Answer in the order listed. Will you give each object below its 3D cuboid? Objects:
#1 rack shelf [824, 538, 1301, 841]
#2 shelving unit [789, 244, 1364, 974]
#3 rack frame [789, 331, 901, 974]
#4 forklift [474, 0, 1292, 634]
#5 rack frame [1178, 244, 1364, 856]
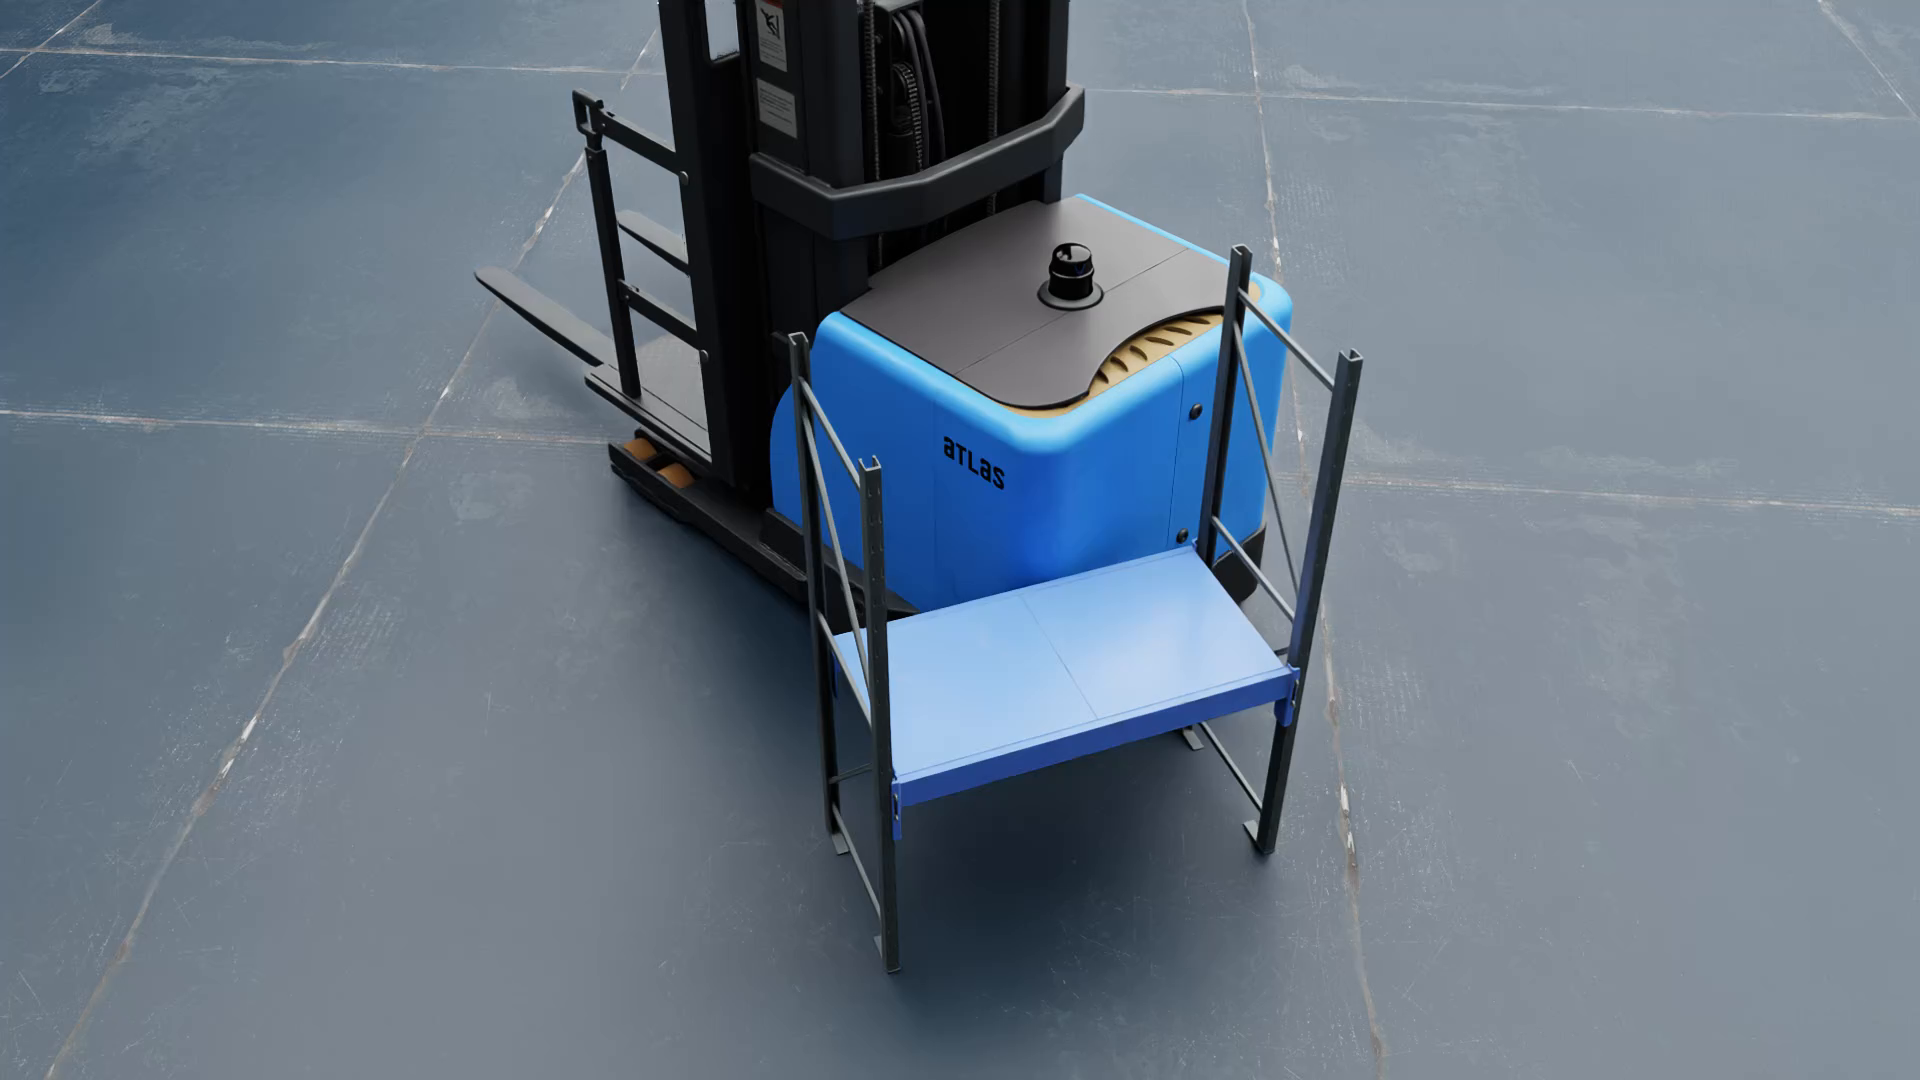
[{"bbox_3d":[0.228,0.330,3.941,1.000,0.185,0.538,-14,41,-16],"label":"rack shelf"},{"bbox_3d":[0.228,0.191,3.827,1.048,1.500,0.538,-14,41,-16],"label":"shelving unit"},{"bbox_3d":[-0.246,0.306,3.686,0.032,1.500,0.500,-14,41,-16],"label":"rack frame"},{"bbox_3d":[-0.495,-1.417,4.669,1.130,2.935,3.031,-32,49,-33],"label":"forklift"},{"bbox_3d":[0.703,0.076,3.969,0.032,1.500,0.500,-14,41,-16],"label":"rack frame"}]
